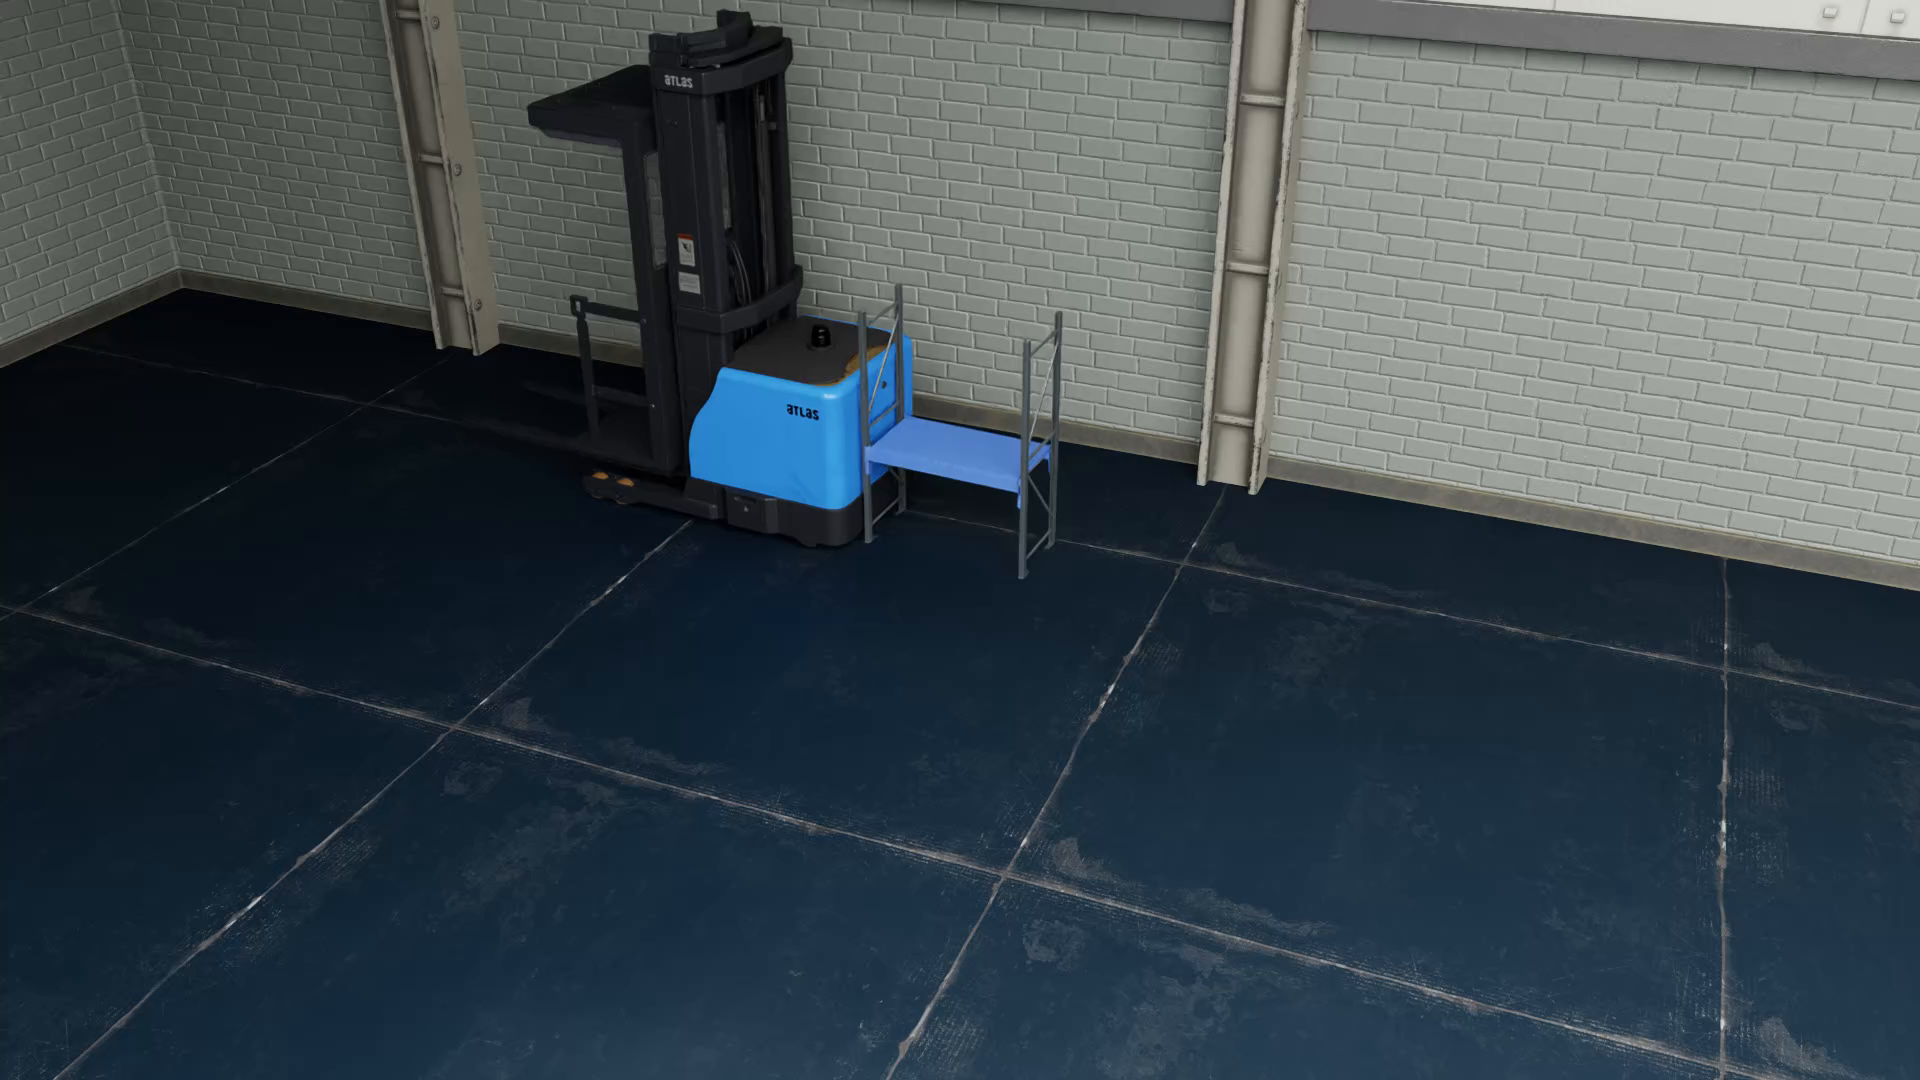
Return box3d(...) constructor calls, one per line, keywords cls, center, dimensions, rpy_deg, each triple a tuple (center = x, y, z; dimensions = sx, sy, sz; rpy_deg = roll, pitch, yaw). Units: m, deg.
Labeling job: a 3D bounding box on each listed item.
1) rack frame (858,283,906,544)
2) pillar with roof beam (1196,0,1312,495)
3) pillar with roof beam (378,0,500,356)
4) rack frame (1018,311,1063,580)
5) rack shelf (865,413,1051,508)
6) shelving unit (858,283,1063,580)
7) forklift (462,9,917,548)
box3d(cls="rack frame", center=(-0.459, -0.743, 9.952), dimensions=(0.032, 1.500, 0.500), rpy_deg=(13, 32, 22))
box3d(cls="pillar with roof beam", center=(0.157, -2.351, 5.175), dimensions=(0.400, 9.000, 9.100), rpy_deg=(11, 31, 19))
box3d(cls="pillar with roof beam", center=(-5.403, -3.461, 7.139), dimensions=(0.400, 9.000, 9.100), rpy_deg=(11, 31, 19))
box3d(cls="rack frame", center=(0.461, -0.530, 9.575), dimensions=(0.032, 1.500, 0.500), rpy_deg=(13, 32, 22))
box3d(cls="rack shelf", center=(0.001, -0.480, 9.852), dimensions=(1.000, 0.185, 0.538), rpy_deg=(13, 32, 22))
box3d(cls="shelving unit", center=(0.001, -0.637, 9.764), dimensions=(1.048, 1.500, 0.538), rpy_deg=(13, 32, 22))
box3d(cls="forklift", center=(-1.835, -1.717, 10.220), dimensions=(3.031, 2.935, 1.130), rpy_deg=(14, 32, 22))
